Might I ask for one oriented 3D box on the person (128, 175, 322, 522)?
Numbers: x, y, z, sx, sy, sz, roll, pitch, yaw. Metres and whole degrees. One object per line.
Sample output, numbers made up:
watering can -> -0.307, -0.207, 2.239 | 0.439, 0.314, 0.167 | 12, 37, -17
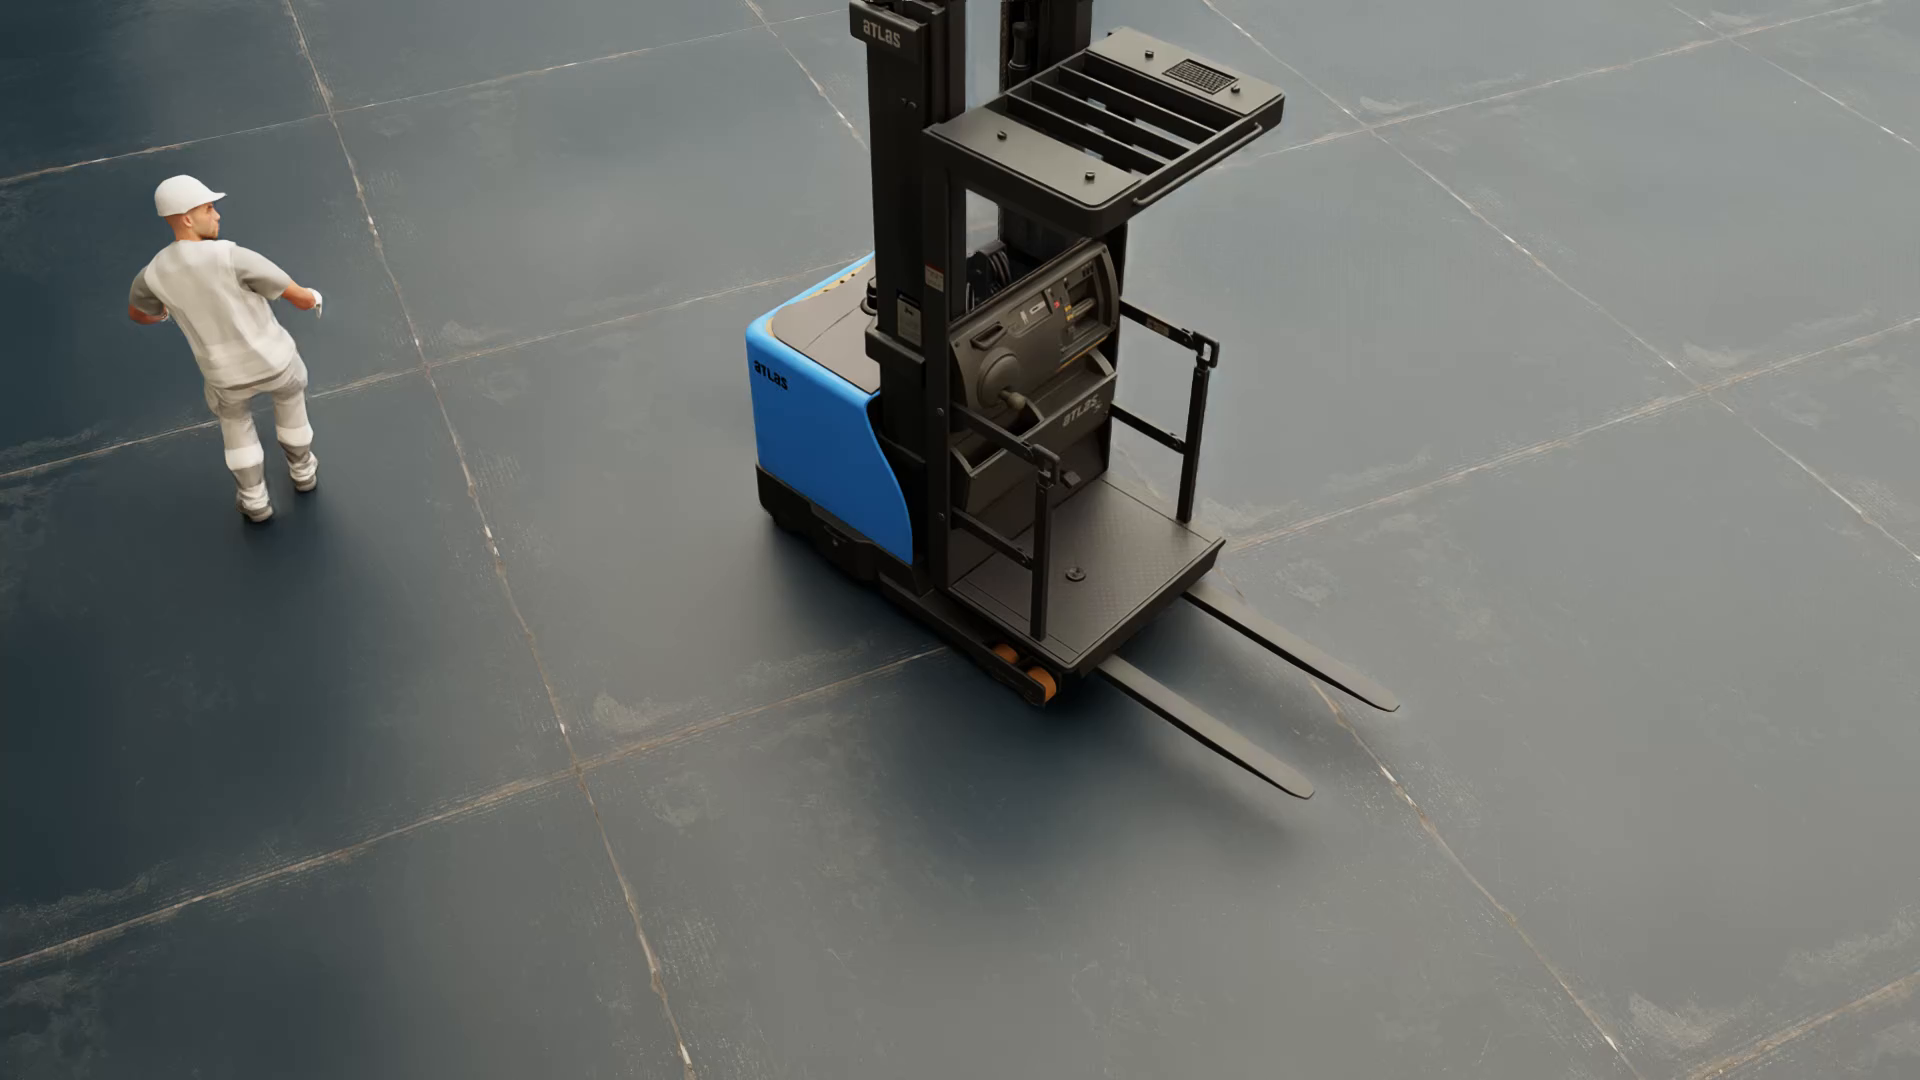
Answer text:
person -> -3.271, -0.889, 7.554 | 0.784, 1.722, 0.675 | -11, 44, -12

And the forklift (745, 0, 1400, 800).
forklift -> 0.463, -0.777, 6.512 | 3.031, 2.935, 1.130 | 32, 52, 30
